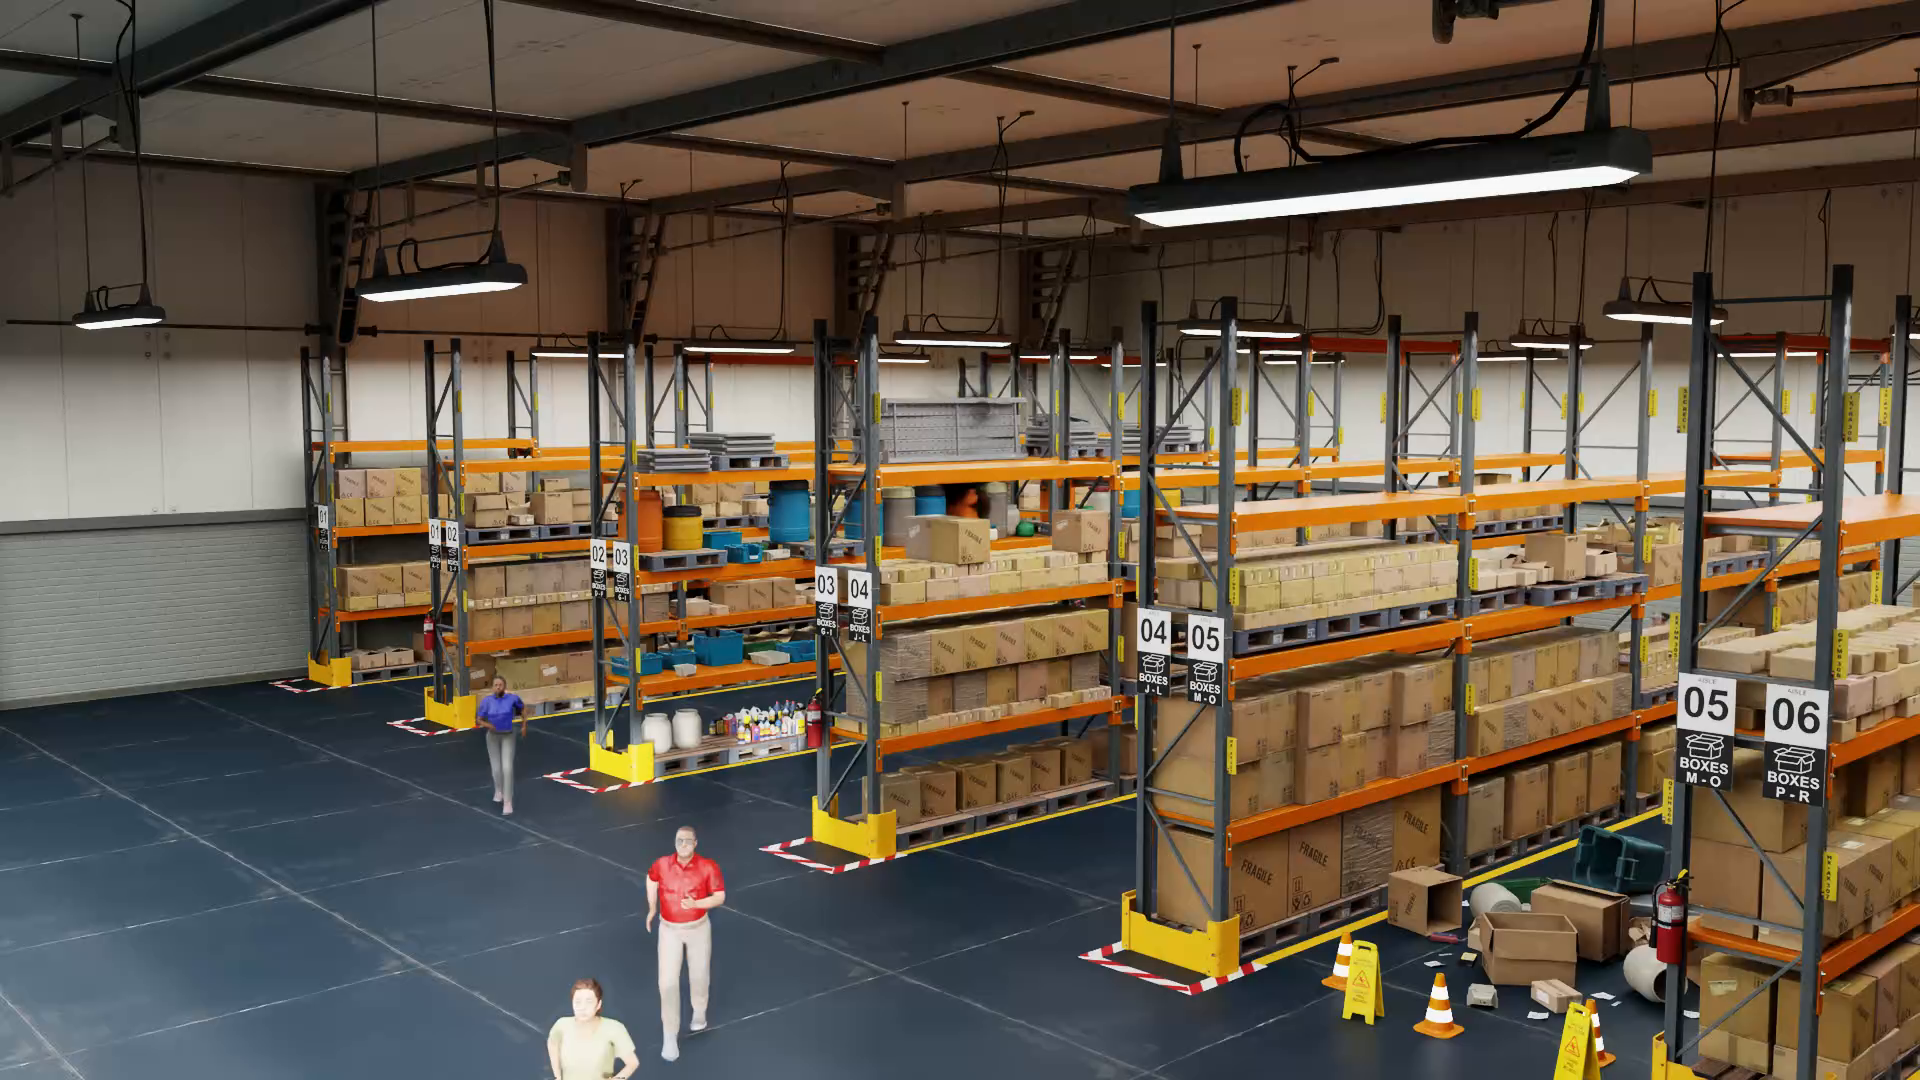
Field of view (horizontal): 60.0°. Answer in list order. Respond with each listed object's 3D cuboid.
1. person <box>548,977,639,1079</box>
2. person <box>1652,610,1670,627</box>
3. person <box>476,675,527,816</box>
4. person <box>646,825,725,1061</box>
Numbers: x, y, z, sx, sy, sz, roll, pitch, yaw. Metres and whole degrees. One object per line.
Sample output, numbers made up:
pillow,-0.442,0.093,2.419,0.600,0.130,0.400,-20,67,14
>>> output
person,-2.209,3.450,10.008,0.569,1.703,0.839,-1,5,-6
person,10.989,2.004,25.984,0.929,1.844,0.672,-3,6,-32
person,-5.695,2.529,20.686,0.589,1.728,0.778,-1,5,-9
person,-2.176,3.153,13.182,0.637,1.798,0.782,-1,5,-6
